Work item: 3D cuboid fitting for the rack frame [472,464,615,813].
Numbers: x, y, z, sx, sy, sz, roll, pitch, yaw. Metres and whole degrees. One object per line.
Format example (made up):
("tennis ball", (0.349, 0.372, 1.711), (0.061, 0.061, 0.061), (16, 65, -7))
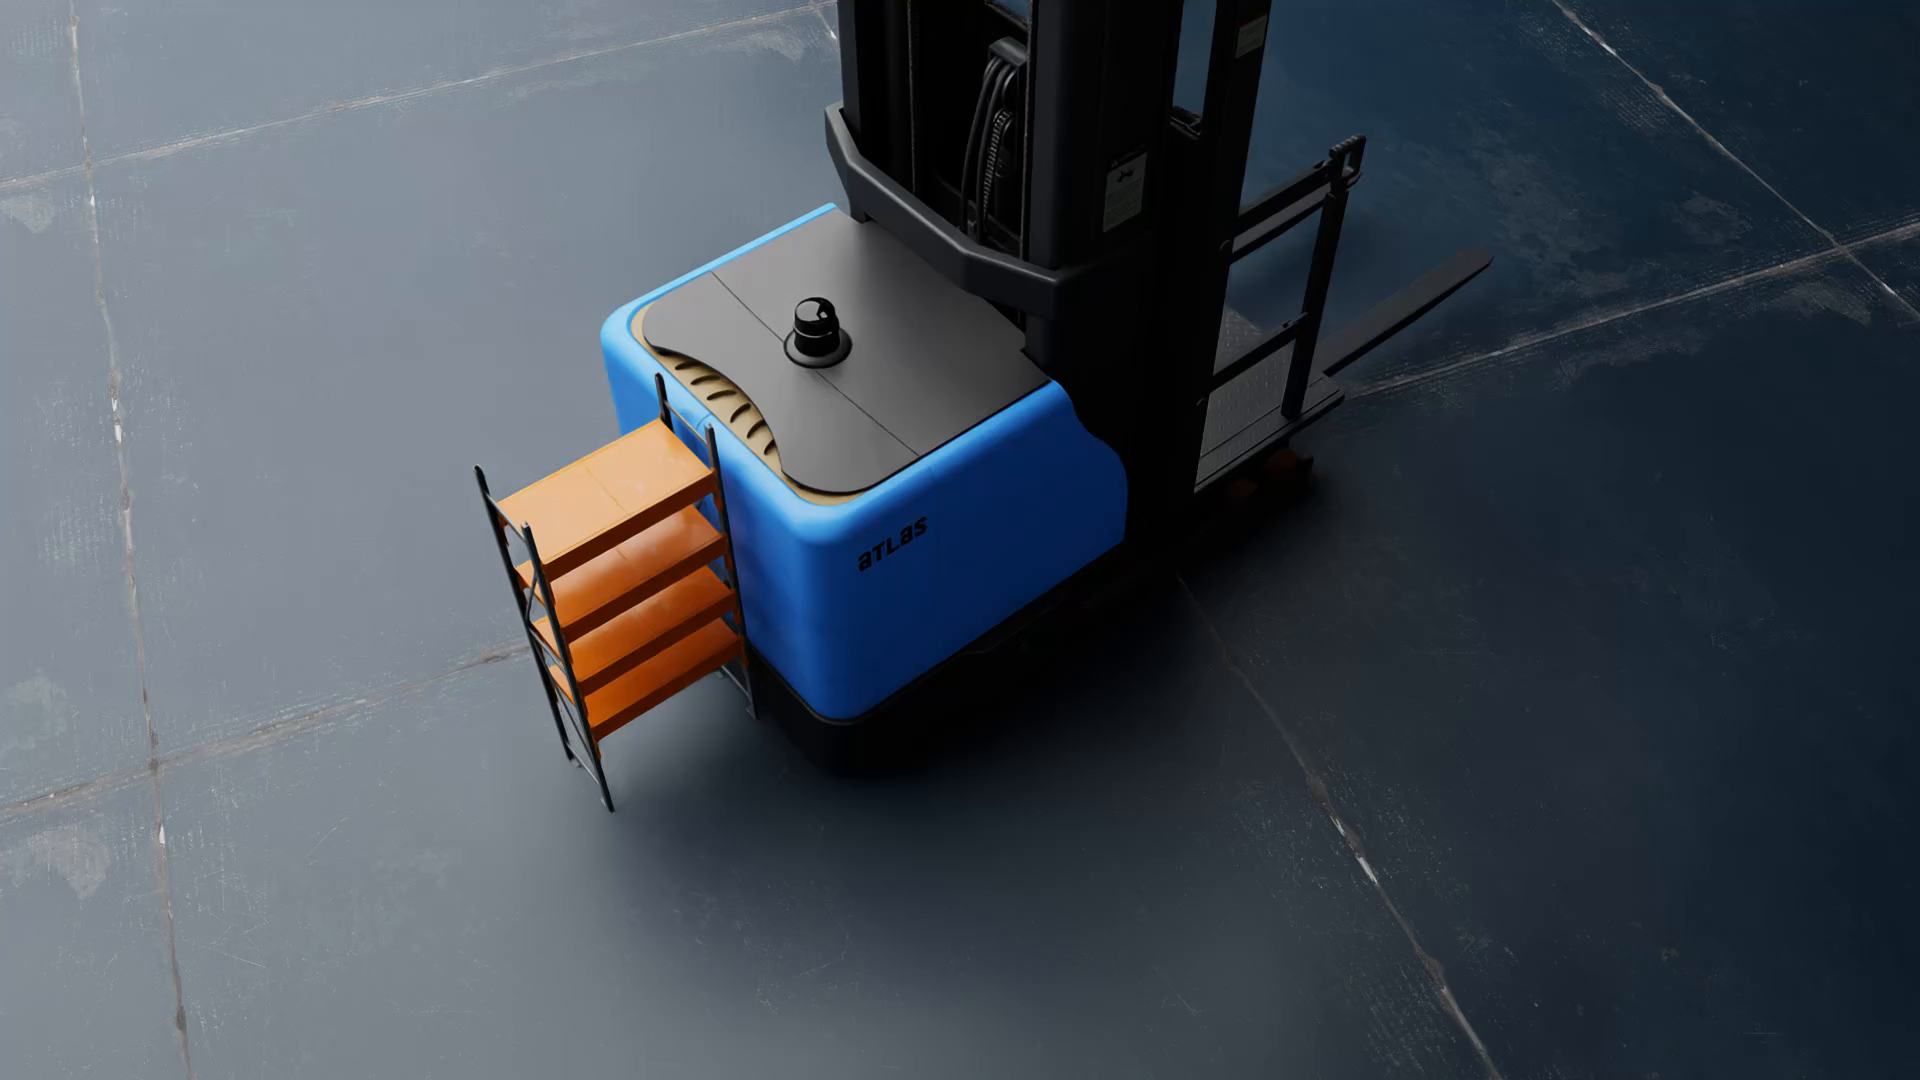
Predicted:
("rack frame", (-1.037, 0.291, 4.209), (0.015, 1.200, 0.240), (-32, 56, -24))

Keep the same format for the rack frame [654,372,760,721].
("rack frame", (-0.658, 0.058, 4.409), (0.015, 1.200, 0.240), (-32, 56, -24))

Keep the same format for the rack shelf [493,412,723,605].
("rack shelf", (-0.848, -0.082, 4.011), (0.480, 0.148, 0.258), (-32, 56, -24))

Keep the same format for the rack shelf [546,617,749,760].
("rack shelf", (-0.848, 0.348, 4.511), (0.480, 0.148, 0.258), (-32, 56, -24))

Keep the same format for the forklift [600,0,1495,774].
("forklift", (0.497, -1.269, 4.408), (3.031, 2.935, 1.130), (-32, 57, -25))

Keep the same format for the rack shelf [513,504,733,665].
("rack shelf", (-0.848, 0.073, 4.191), (0.480, 0.148, 0.258), (-32, 56, -24))

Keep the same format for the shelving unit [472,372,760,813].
("shelving unit", (-0.848, 0.174, 4.309), (0.503, 1.200, 0.258), (-32, 56, -24))

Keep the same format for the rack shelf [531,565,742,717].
("rack shelf", (-0.848, 0.218, 4.360), (0.480, 0.148, 0.258), (-32, 56, -24))
